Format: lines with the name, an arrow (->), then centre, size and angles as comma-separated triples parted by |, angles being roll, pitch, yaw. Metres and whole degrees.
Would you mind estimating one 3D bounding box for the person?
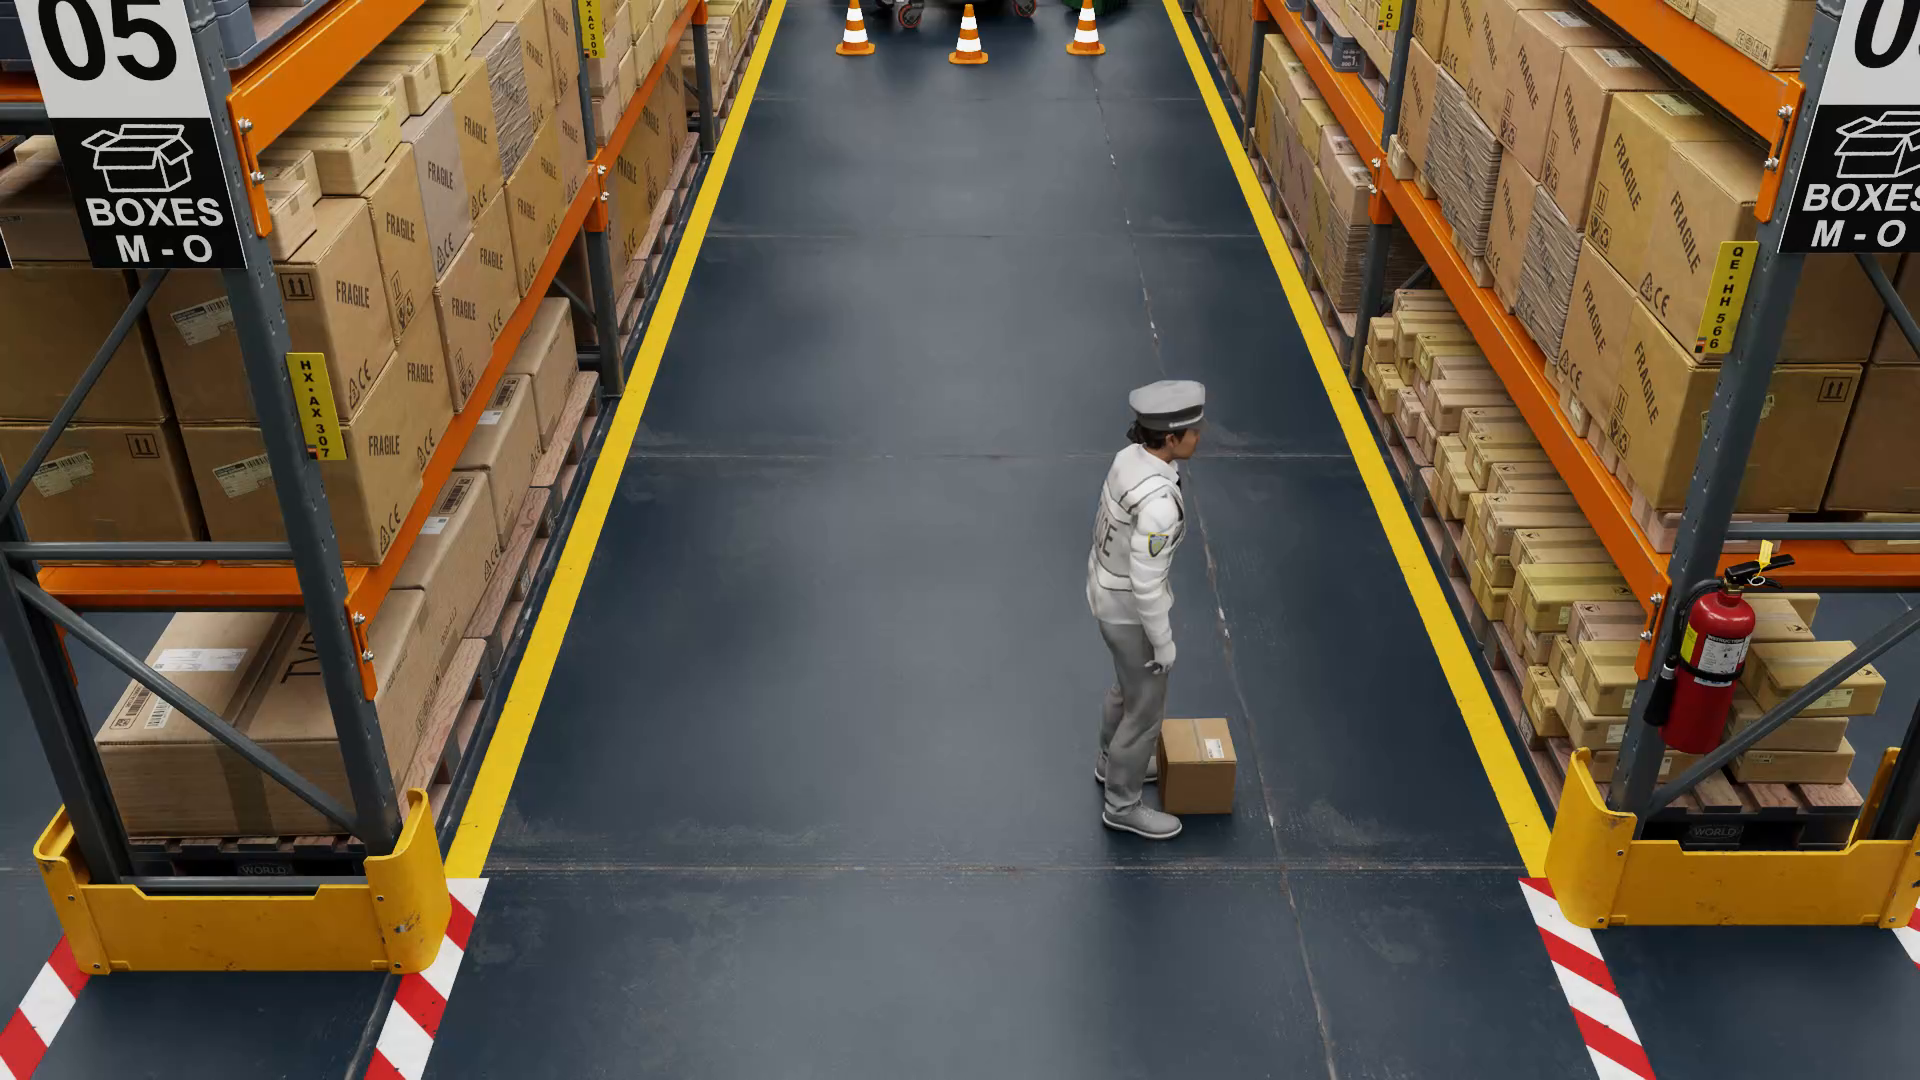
person -> 0.627, 0.232, 5.754 | 0.370, 1.666, 0.545 | -1, 32, -2
